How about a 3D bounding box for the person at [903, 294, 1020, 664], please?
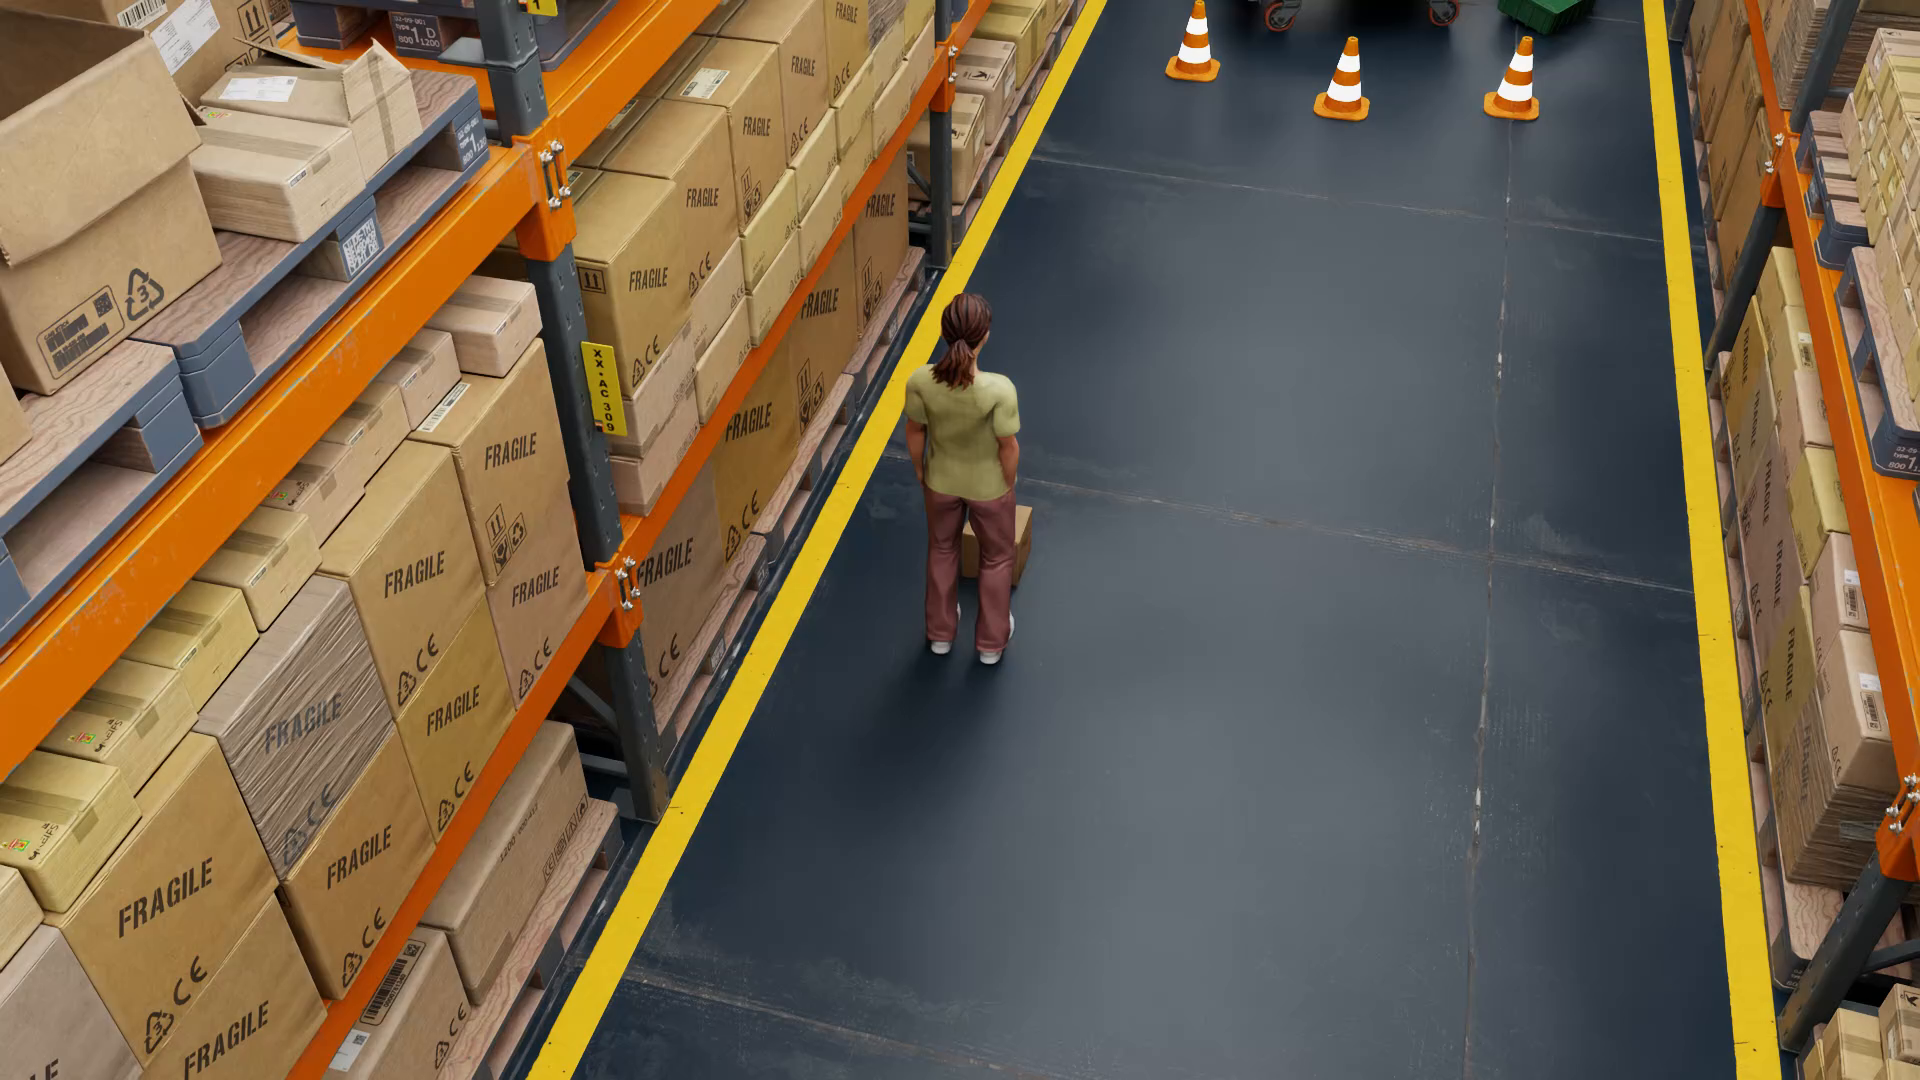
[{"bbox_3d":[0.015,-0.212,6.409,0.447,1.670,0.365,11,42,12],"label":"person"}]
